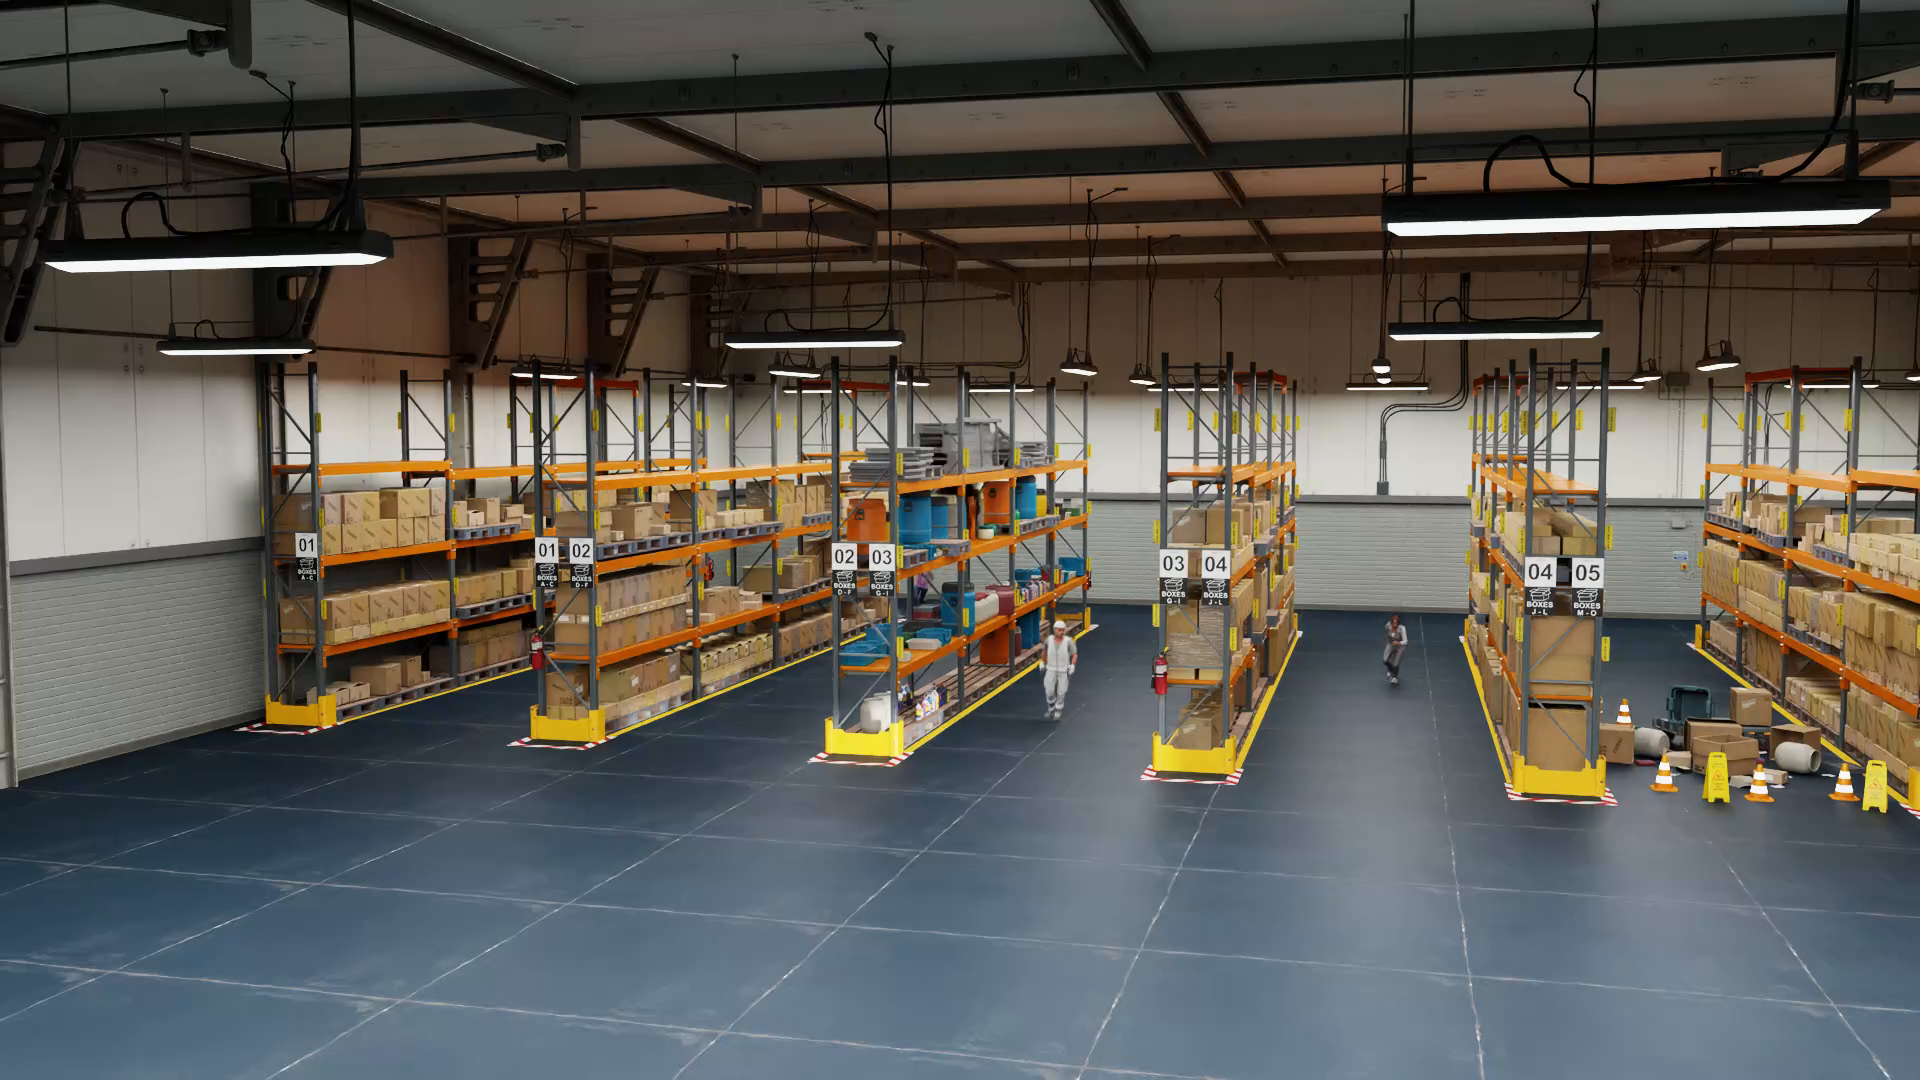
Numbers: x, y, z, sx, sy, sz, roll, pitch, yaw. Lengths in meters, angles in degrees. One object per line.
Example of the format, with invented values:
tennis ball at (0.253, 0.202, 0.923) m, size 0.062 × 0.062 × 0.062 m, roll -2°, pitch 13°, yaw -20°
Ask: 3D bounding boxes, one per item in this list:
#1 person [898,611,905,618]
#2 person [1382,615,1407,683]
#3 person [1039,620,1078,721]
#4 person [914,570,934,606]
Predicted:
person at (-1.873, 1.104, 42.841) m, size 0.964 × 1.764 × 0.719 m, roll 1°, pitch 4°, yaw 14°
person at (8.277, 2.091, 31.666) m, size 0.549 × 1.350 × 0.924 m, roll 2°, pitch 5°, yaw 30°
person at (1.623, 2.181, 27.569) m, size 0.667 × 1.724 × 0.793 m, roll 0°, pitch 4°, yaw 7°
person at (-0.952, 1.210, 42.885) m, size 0.591 × 1.550 × 0.817 m, roll 1°, pitch 4°, yaw 15°
